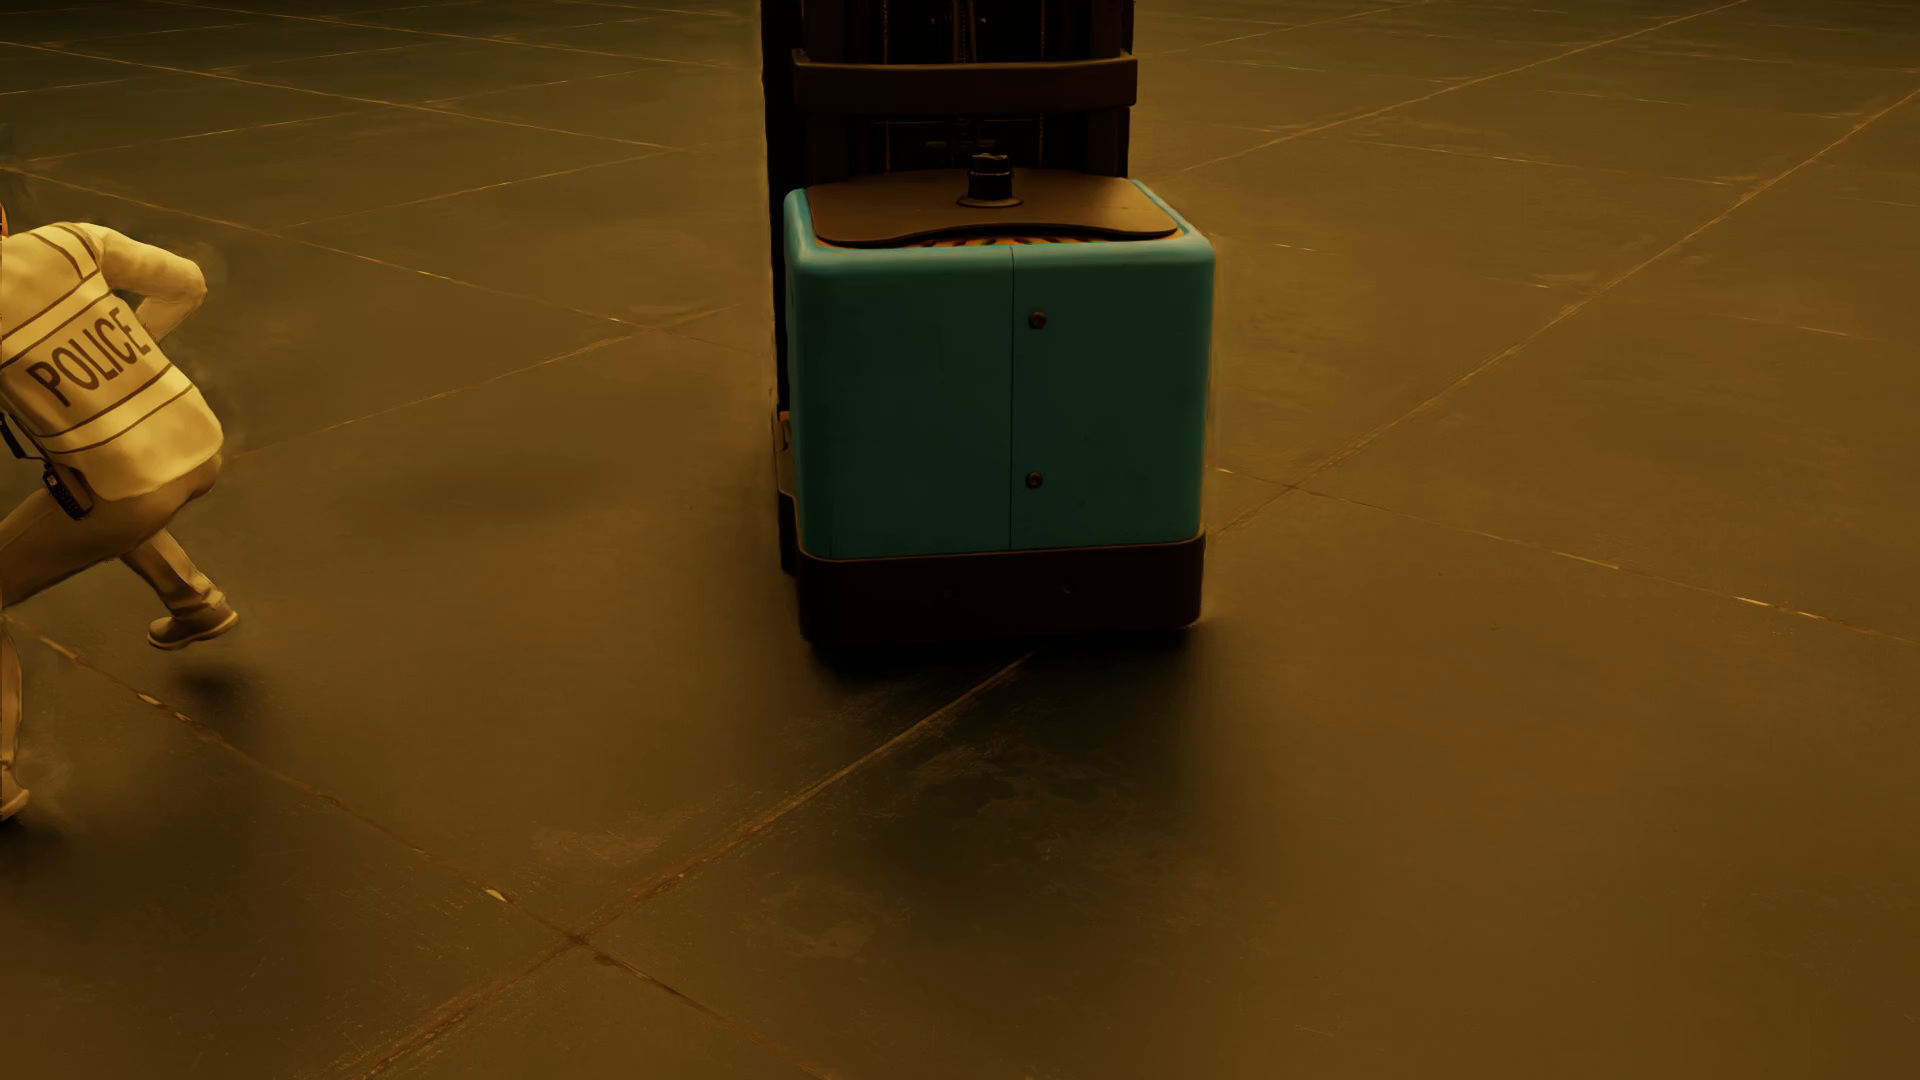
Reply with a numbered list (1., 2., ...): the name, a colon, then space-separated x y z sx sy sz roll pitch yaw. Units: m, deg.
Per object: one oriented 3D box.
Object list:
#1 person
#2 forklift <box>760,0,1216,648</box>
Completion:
1. person: -2.049 -0.156 3.656 0.716 1.465 0.850 10 25 21
2. forklift: -0.068 -1.625 5.077 1.130 2.935 3.031 -3 24 -7
